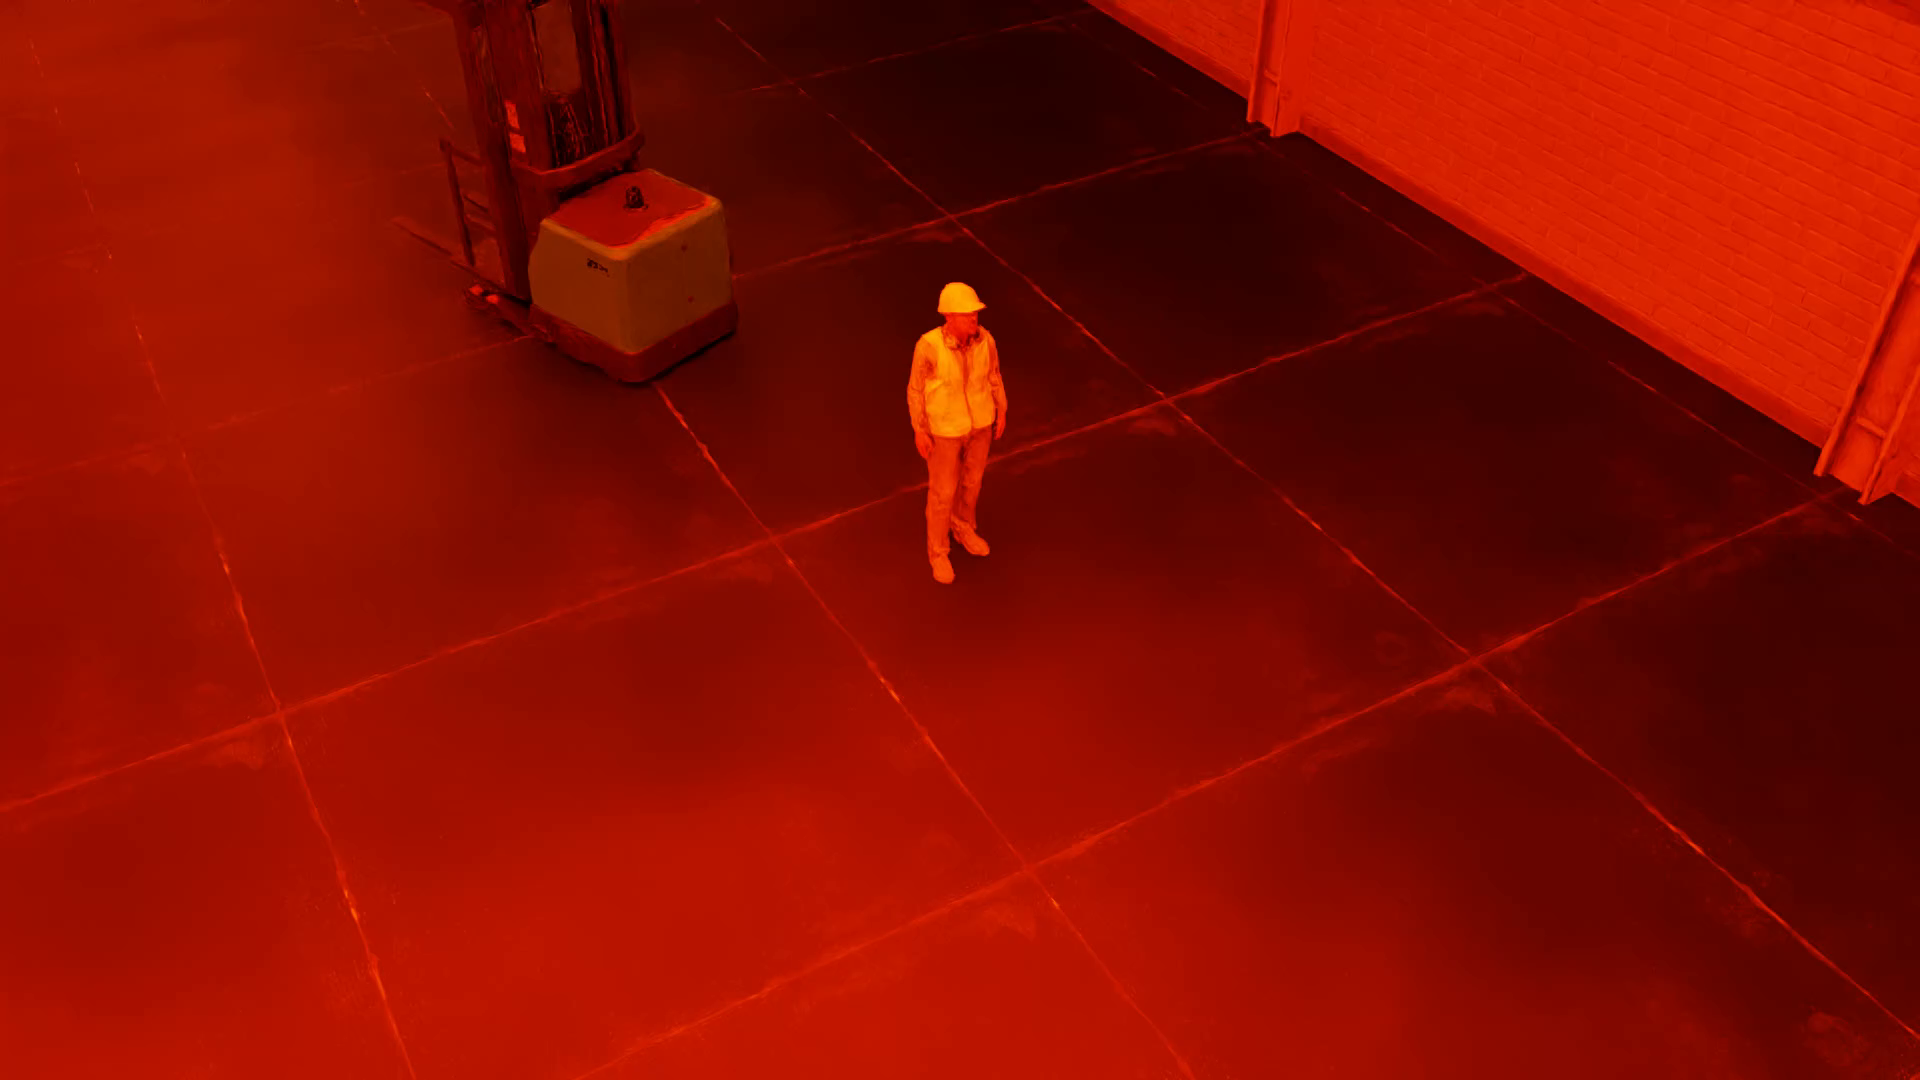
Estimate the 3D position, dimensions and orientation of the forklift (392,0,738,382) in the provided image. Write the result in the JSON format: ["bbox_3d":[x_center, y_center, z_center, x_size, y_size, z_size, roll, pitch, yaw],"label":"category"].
[{"bbox_3d":[-3.069,-3.013,11.669,3.031,2.935,1.130,28,47,30],"label":"forklift"}]

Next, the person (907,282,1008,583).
[{"bbox_3d":[0.024,-0.651,9.716,0.632,1.773,0.567,-20,44,-23],"label":"person"}]
